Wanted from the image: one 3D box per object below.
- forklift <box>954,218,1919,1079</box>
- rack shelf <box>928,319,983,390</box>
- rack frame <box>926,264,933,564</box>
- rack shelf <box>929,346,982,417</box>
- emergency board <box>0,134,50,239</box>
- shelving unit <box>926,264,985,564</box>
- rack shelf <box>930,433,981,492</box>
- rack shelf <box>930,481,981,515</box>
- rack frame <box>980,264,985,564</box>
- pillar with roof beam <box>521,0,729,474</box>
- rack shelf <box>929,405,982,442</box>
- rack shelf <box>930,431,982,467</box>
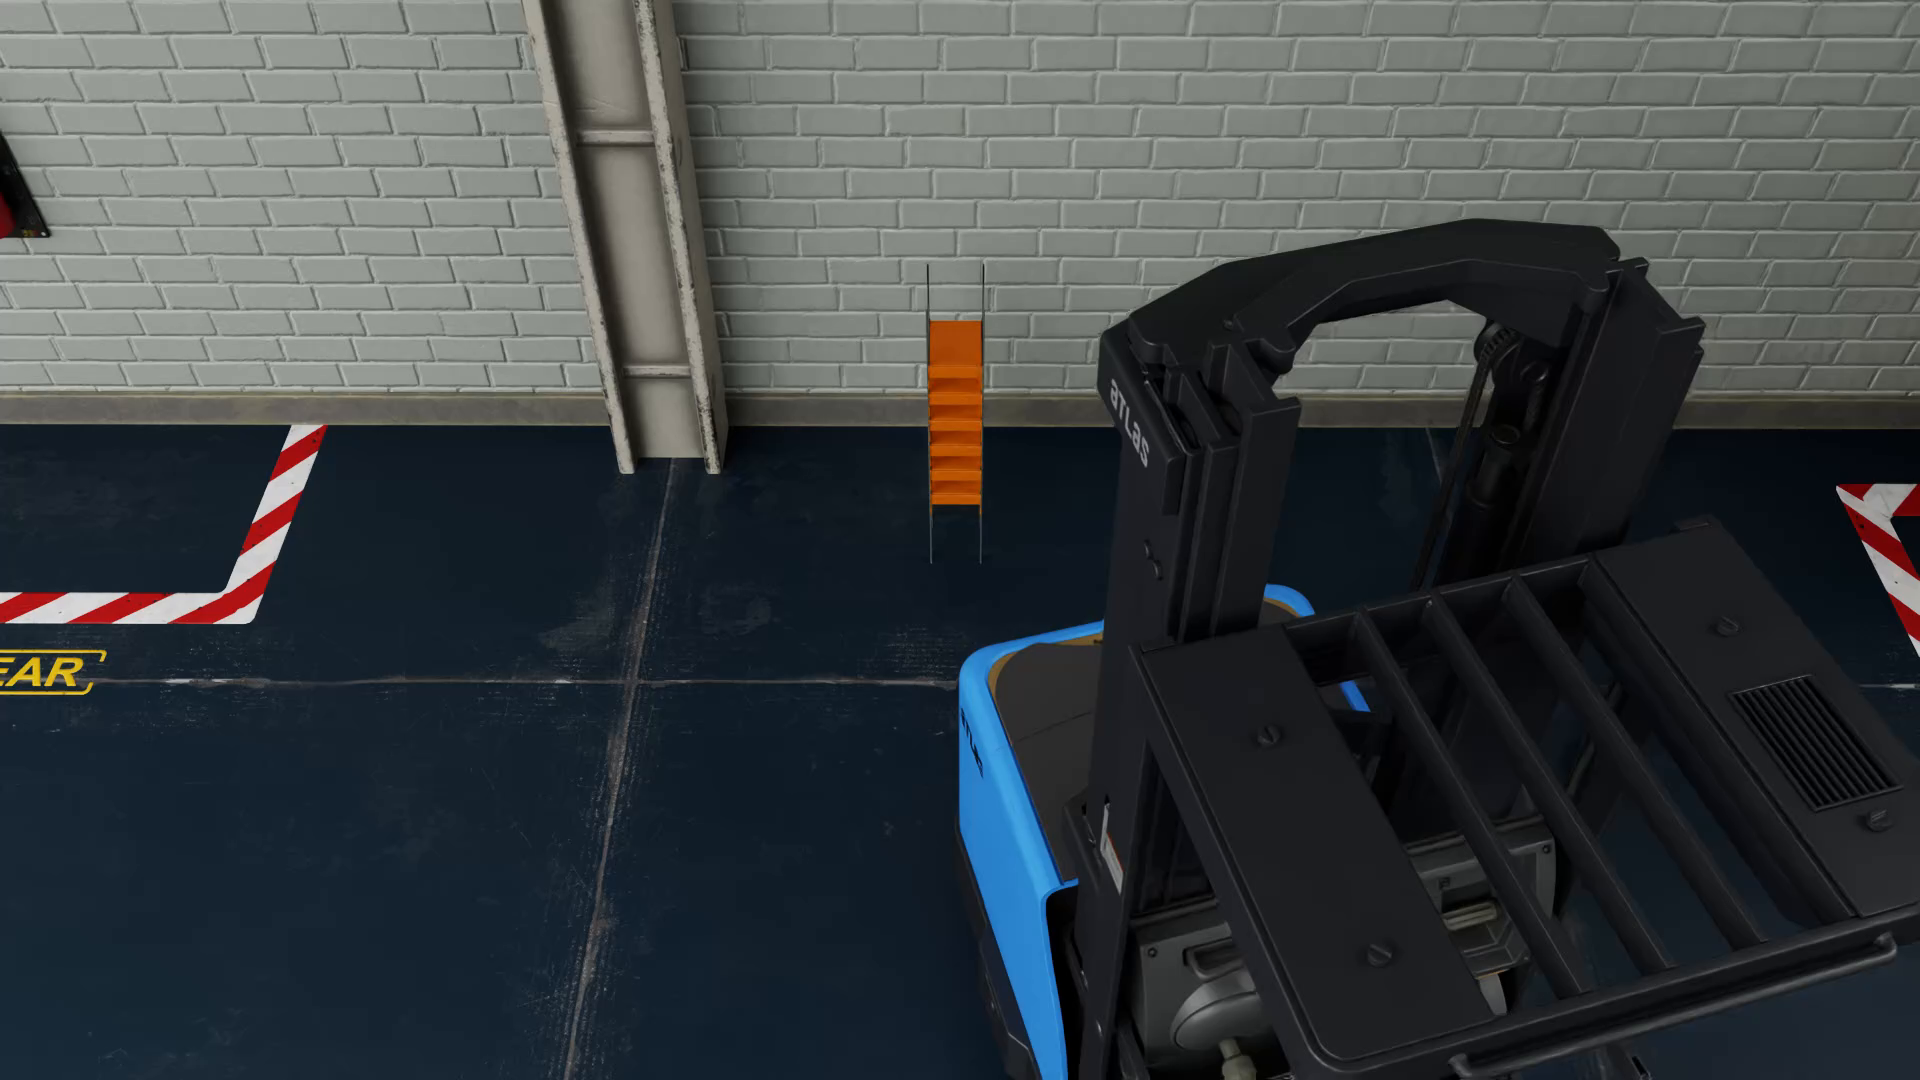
[{"bbox_3d":[0.876,0.977,3.339,1.130,2.935,3.031,-12,48,-11],"label":"forklift"},{"bbox_3d":[-0.014,-0.624,5.580,0.180,0.103,0.258,0,47,0],"label":"rack shelf"},{"bbox_3d":[-0.106,-0.409,5.811,0.006,1.200,0.240,0,47,0],"label":"rack frame"},{"bbox_3d":[-0.014,-0.542,5.668,0.180,0.103,0.258,0,47,0],"label":"rack shelf"},{"bbox_3d":[-3.600,-1.430,5.531,0.643,1.169,0.194,0,47,0],"label":"emergency board"},{"bbox_3d":[-0.014,-0.409,5.811,0.189,1.200,0.258,0,47,0],"label":"shelving unit"},{"bbox_3d":[-0.014,-0.297,5.931,0.180,0.103,0.258,0,47,0],"label":"rack shelf"},{"bbox_3d":[-0.014,-0.215,6.019,0.180,0.103,0.258,0,47,0],"label":"rack shelf"},{"bbox_3d":[0.077,-0.409,5.811,0.006,1.200,0.240,0,47,0],"label":"rack frame"},{"bbox_3d":[-1.145,-0.288,0.370,0.400,9.000,9.100,0,47,0],"label":"pillar with roof beam"},{"bbox_3d":[-0.014,-0.460,5.756,0.180,0.103,0.258,0,47,0],"label":"rack shelf"},{"bbox_3d":[-0.014,-0.379,5.843,0.180,0.103,0.258,0,47,0],"label":"rack shelf"}]
